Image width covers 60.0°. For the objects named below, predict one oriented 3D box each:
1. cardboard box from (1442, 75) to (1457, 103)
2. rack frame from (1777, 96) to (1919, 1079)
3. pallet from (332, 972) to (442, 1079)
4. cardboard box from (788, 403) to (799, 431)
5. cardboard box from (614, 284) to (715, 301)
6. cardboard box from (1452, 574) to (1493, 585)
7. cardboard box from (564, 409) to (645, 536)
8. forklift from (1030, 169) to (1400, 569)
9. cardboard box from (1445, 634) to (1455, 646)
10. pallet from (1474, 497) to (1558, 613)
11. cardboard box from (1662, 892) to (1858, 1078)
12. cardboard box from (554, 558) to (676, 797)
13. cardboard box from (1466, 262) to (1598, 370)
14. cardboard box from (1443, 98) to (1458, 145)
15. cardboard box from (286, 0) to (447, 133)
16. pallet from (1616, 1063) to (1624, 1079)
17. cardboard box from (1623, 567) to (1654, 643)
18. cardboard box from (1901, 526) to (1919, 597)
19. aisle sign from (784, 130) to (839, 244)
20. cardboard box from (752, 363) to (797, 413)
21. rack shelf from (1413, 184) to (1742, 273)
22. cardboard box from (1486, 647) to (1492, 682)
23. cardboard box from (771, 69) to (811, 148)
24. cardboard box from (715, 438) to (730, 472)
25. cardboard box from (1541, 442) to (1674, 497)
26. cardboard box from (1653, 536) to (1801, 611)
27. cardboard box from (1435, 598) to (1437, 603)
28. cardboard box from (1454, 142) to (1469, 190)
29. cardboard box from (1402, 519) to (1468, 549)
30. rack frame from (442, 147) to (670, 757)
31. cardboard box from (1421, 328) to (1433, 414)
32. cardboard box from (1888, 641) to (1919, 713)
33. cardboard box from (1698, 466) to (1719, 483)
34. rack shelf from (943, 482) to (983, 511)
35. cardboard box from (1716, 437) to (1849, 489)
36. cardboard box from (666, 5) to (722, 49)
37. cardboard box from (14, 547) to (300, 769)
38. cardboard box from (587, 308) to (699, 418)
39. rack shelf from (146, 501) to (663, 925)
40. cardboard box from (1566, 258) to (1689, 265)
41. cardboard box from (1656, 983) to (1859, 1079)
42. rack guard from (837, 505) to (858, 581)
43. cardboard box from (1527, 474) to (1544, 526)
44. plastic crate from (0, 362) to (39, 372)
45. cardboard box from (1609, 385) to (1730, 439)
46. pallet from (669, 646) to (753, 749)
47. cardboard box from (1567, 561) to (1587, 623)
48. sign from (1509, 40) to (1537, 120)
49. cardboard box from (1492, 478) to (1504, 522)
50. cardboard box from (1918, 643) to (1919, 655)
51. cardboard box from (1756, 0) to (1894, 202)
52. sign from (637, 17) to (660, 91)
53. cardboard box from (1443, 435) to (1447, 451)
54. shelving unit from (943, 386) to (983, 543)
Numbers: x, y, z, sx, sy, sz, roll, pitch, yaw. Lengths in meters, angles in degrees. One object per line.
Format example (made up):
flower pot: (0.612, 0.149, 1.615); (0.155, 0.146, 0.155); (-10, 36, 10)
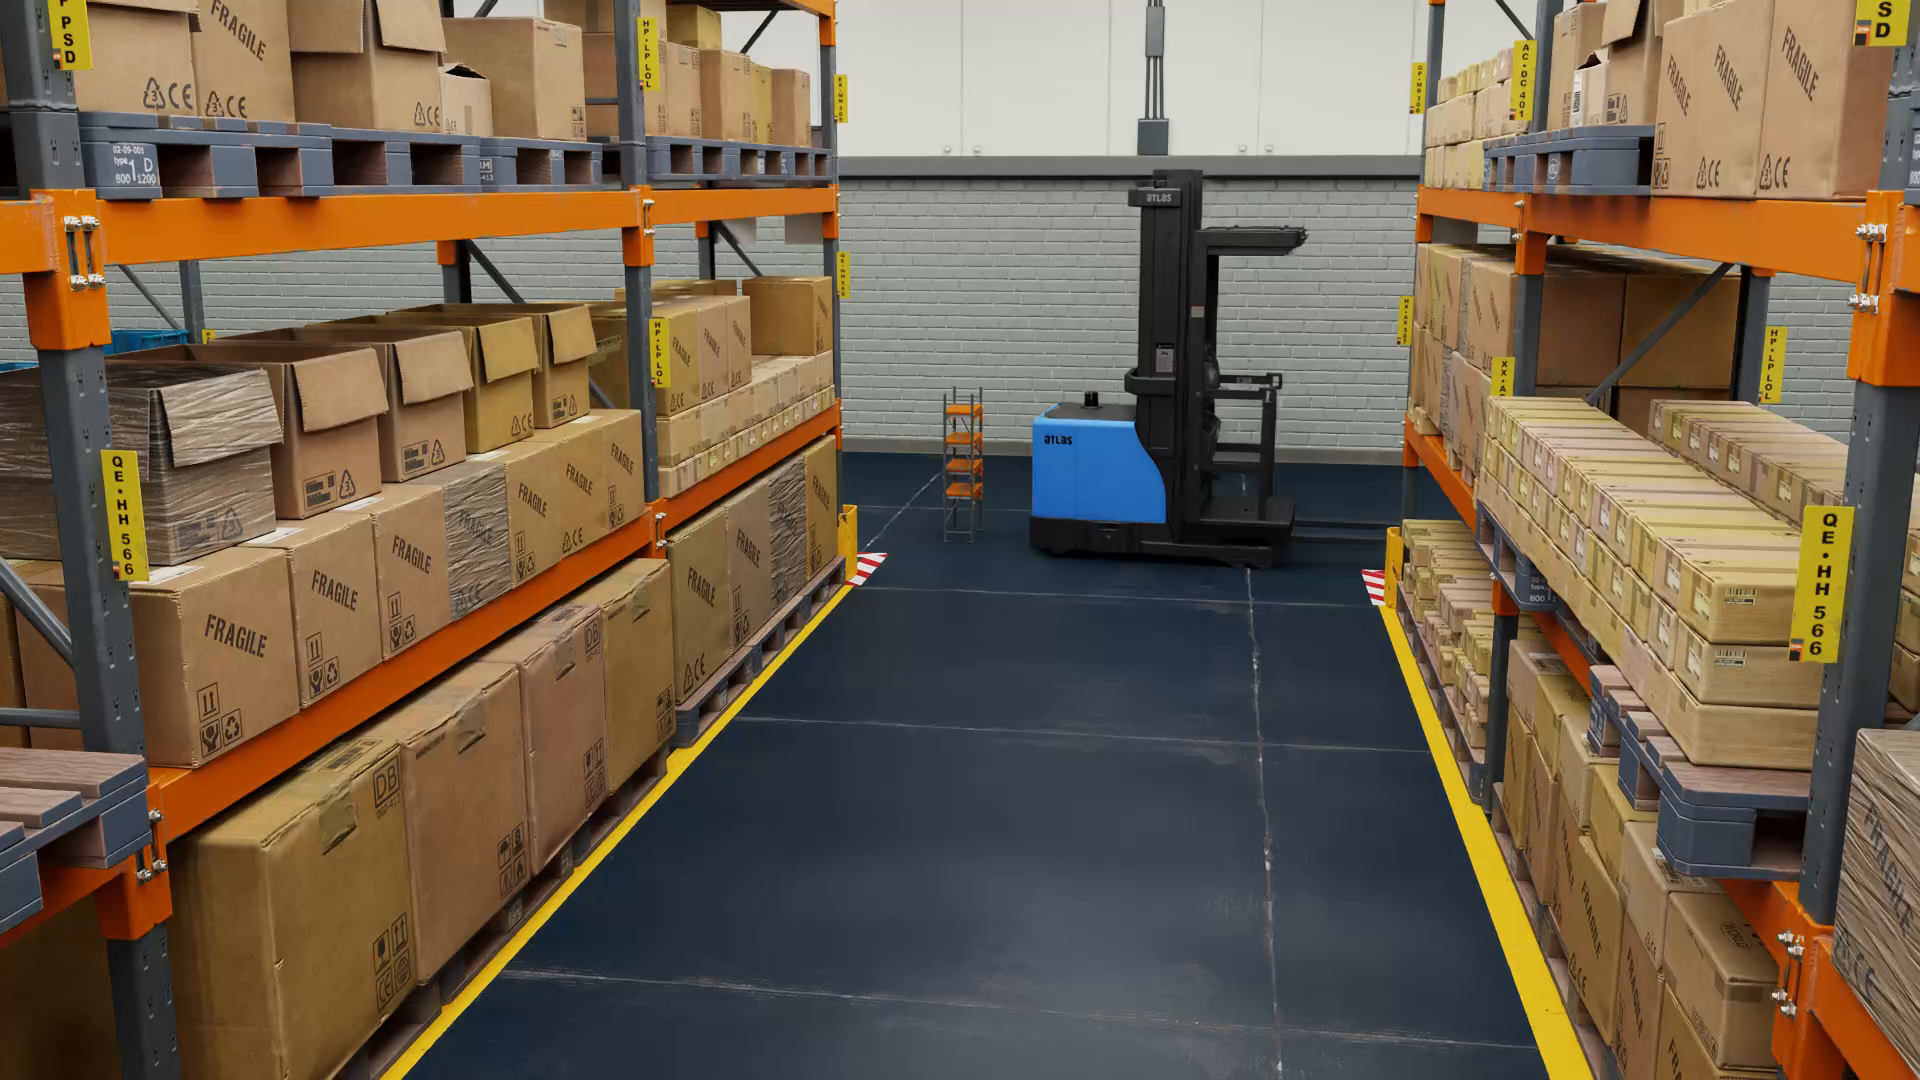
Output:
cardboard box: (3.041, -2.646, 9.752); (0.380, 0.149, 0.250); (2, 12, 9)
rack frame: (2.294, 0.635, 3.427); (1.000, 3.000, 0.127); (2, 12, 9)
pallet: (-2.395, 1.655, 5.315); (1.003, 0.211, 1.213); (2, 12, 9)
cardboard box: (-1.246, -0.792, 10.644); (0.380, 0.149, 0.250); (2, 12, 7)
cardboard box: (-1.852, -1.348, 10.496); (0.500, 0.500, 0.500); (2, 12, 7)
cardboard box: (2.982, 0.295, 9.362); (0.380, 0.149, 0.250); (2, 12, 9)
cardboard box: (-1.778, -0.322, 7.631); (0.500, 0.500, 0.500); (2, 12, 9)
forklift: (2.117, -1.339, 12.747); (3.031, 2.935, 1.130); (3, 12, 13)
cardboard box: (2.899, 0.630, 9.219); (0.380, 0.149, 0.250); (2, 12, 10)
pallet: (2.648, 0.050, 6.595); (1.003, 0.211, 1.213); (2, 12, 9)
cardboard box: (2.141, 1.134, 4.267); (0.500, 0.250, 0.500); (2, 12, 7)
cardboard box: (-2.054, 0.588, 7.693); (1.225, 0.875, 0.875); (2, 12, 9)
cardboard box: (2.789, -1.095, 8.139); (0.500, 0.500, 0.500); (1, 12, 7)
cardboard box: (3.032, -2.371, 9.426); (0.500, 0.250, 0.500); (2, 12, 9)
cardboard box: (-2.298, -1.695, 5.876); (0.797, 0.503, 0.637); (2, 12, 8)
pallet: (2.416, 1.835, 4.476); (1.003, 0.211, 1.213); (2, 12, 9)
cardboard box: (1.998, 0.179, 4.437); (0.380, 0.149, 0.250); (2, 12, 10)
cardboard box: (2.638, 0.065, 4.260); (0.380, 0.149, 0.250); (2, 12, 8)
aisle sign: (-1.053, -2.488, 11.749); (0.394, 0.787, 0.004); (2, 12, 9)
cardboard box: (-1.330, -0.963, 10.493); (0.500, 0.250, 0.500); (1, 12, 7)
rack shelf: (3.217, -1.729, 8.983); (1.077, 0.370, 4.000); (2, 12, 9)
cardboard box: (2.707, 0.617, 7.867); (0.380, 0.149, 0.250); (2, 12, 10)
cardboard box: (-1.388, -2.872, 11.106); (0.700, 0.500, 0.500); (1, 12, 5)
cardboard box: (-1.483, -0.472, 9.159); (0.380, 0.149, 0.250); (2, 12, 7)
cardboard box: (2.197, -0.235, 5.650); (0.380, 0.149, 0.250); (2, 12, 11)
cardboard box: (1.958, 0.093, 4.131); (0.380, 0.149, 0.250); (2, 12, 8)
cardboard box: (3.049, 0.330, 9.904); (0.380, 0.149, 0.250); (1, 12, 6)
cardboard box: (2.961, -2.014, 8.955); (0.500, 0.250, 0.500); (2, 12, 8)
cardboard box: (3.109, -0.035, 10.893); (0.380, 0.149, 0.250); (1, 12, 6)
rack frame: (-1.976, -0.380, 8.134); (1.000, 3.000, 0.127); (2, 12, 9)
cardboard box: (3.126, -1.028, 10.200); (0.500, 0.500, 0.500); (2, 12, 9)
cardboard box: (2.645, 0.354, 4.331); (0.380, 0.149, 0.250); (3, 12, 11)
cardboard box: (2.926, -0.173, 6.069); (0.380, 0.149, 0.250); (1, 12, 7)
rack shelf: (0.025, -0.361, 13.583); (0.258, 0.148, 0.480); (2, 12, 9)
cardboard box: (2.877, -0.266, 5.794); (0.380, 0.149, 0.250); (1, 12, 7)
cardboard box: (-1.681, -2.928, 9.588); (0.500, 0.250, 0.500); (1, 12, 7)
cardboard box: (-2.247, 0.312, 4.689); (0.500, 0.500, 0.500); (2, 12, 10)
cardboard box: (-1.649, -0.910, 8.464); (0.500, 0.500, 0.500); (2, 12, 9)
rack shelf: (-2.283, 0.388, 6.278); (1.077, 0.370, 4.000); (2, 12, 9)
cardboard box: (3.393, -1.179, 8.528); (0.500, 0.500, 0.500); (2, 12, 10)
cardboard box: (2.137, 1.506, 4.321); (0.500, 0.500, 0.500); (2, 12, 8)
rack guard: (-1.357, 0.005, 12.285); (1.175, 0.500, 0.348); (2, 12, 9)
cardboard box: (2.239, -0.140, 5.918); (0.380, 0.149, 0.250); (2, 12, 11)
plastic crate: (-6.719, -1.142, 11.929); (0.416, 0.233, 0.300); (2, 12, 9)
cardboard box: (3.235, -0.487, 7.690); (0.500, 0.500, 0.500); (2, 12, 8)
pallet: (-1.782, 0.828, 9.151); (1.003, 0.211, 1.213); (2, 12, 9)
cardboard box: (2.119, 0.168, 5.193); (0.380, 0.149, 0.250); (2, 12, 10)
sign: (2.372, -1.933, 6.995); (0.100, 0.325, 0.005); (2, 12, 9)
cardboard box: (2.358, -0.155, 6.693); (0.380, 0.149, 0.250); (2, 12, 10)
cardboard box: (2.607, 0.256, 4.077); (0.380, 0.149, 0.250); (2, 12, 11)
cardboard box: (2.131, -1.007, 3.691); (0.500, 0.500, 0.500); (2, 12, 9)
sign: (-1.438, -2.237, 7.659); (0.100, 0.325, 0.005); (2, 12, 9)
cardboard box: (3.022, -0.578, 9.650); (0.380, 0.149, 0.250); (2, 12, 8)
shelving unit: (0.025, -0.621, 13.527); (0.258, 1.200, 0.503); (2, 12, 9)
